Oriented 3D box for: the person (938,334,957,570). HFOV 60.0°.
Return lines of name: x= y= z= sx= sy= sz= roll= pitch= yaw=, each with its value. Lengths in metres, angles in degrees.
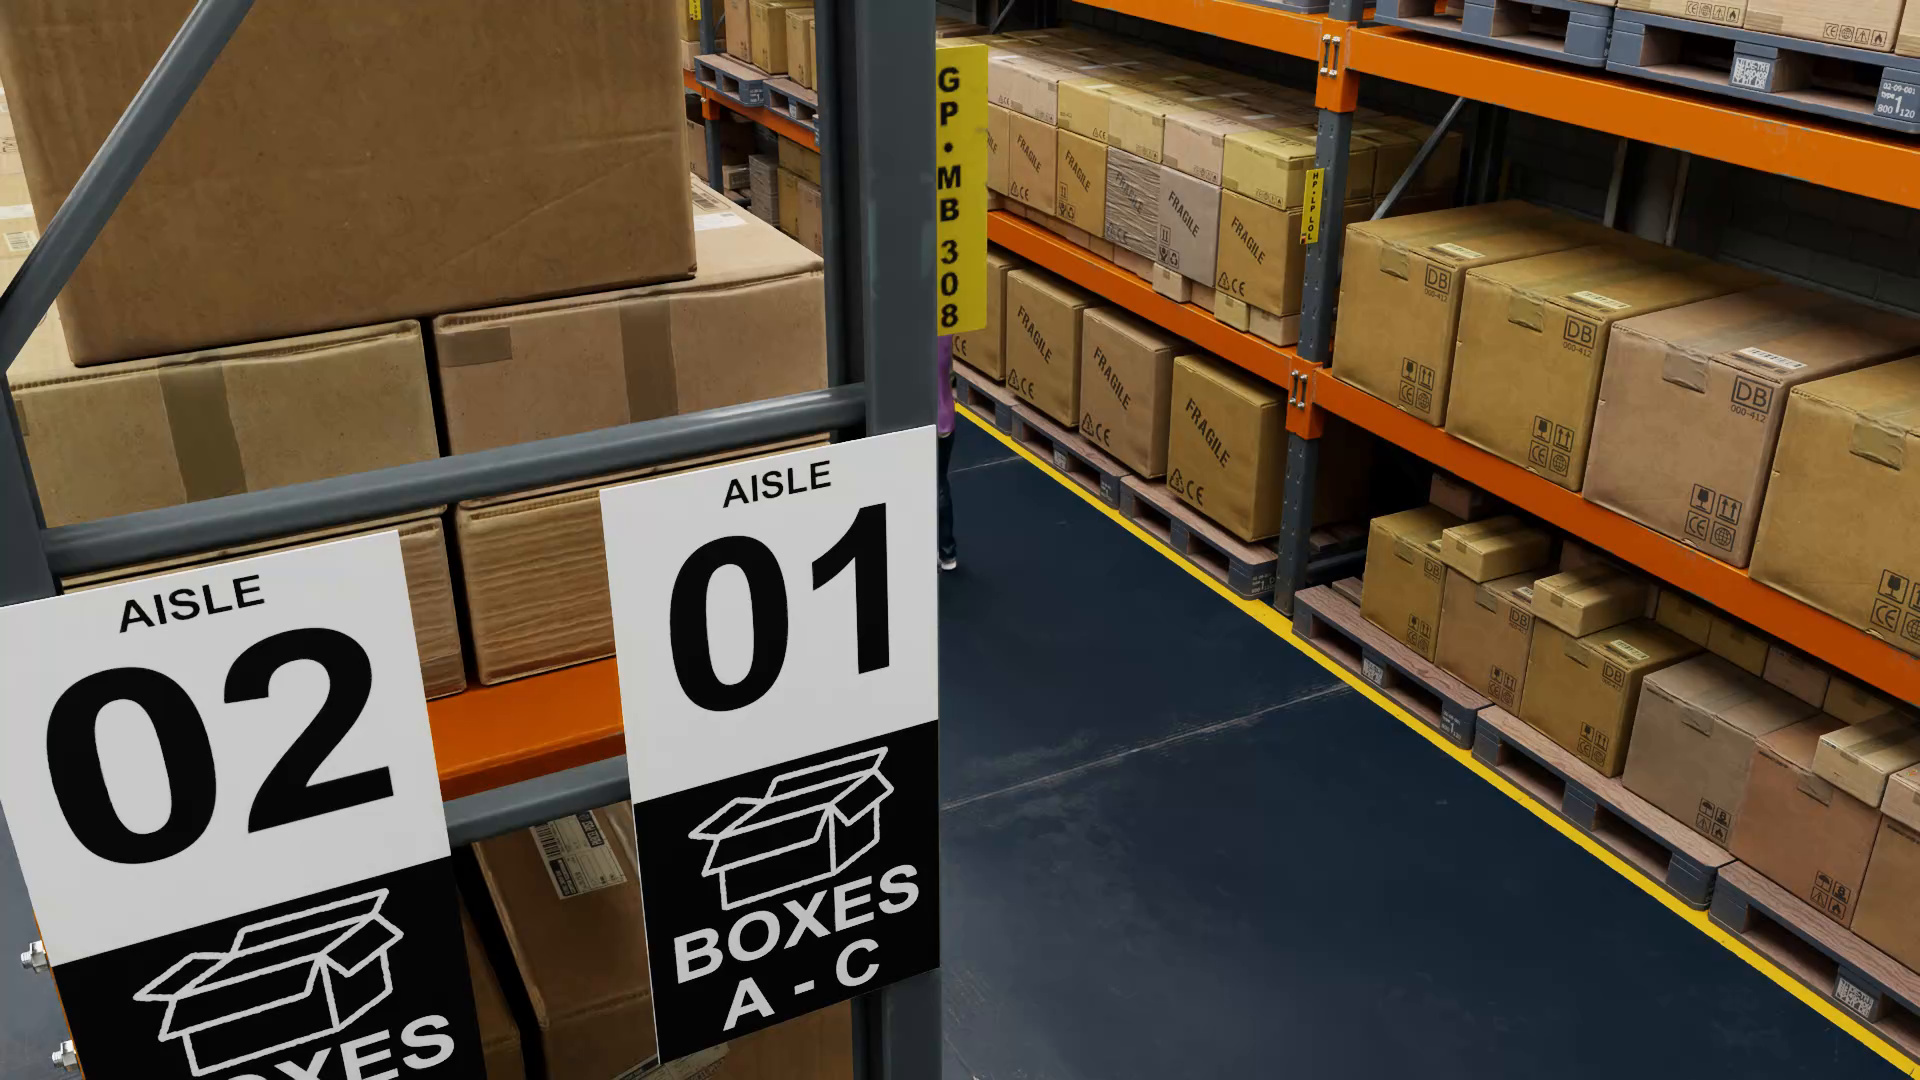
person: x=-0.220 y=-0.549 z=8.305 sx=0.417 sy=1.562 sz=0.341 roll=-12 pitch=29 yaw=-24
